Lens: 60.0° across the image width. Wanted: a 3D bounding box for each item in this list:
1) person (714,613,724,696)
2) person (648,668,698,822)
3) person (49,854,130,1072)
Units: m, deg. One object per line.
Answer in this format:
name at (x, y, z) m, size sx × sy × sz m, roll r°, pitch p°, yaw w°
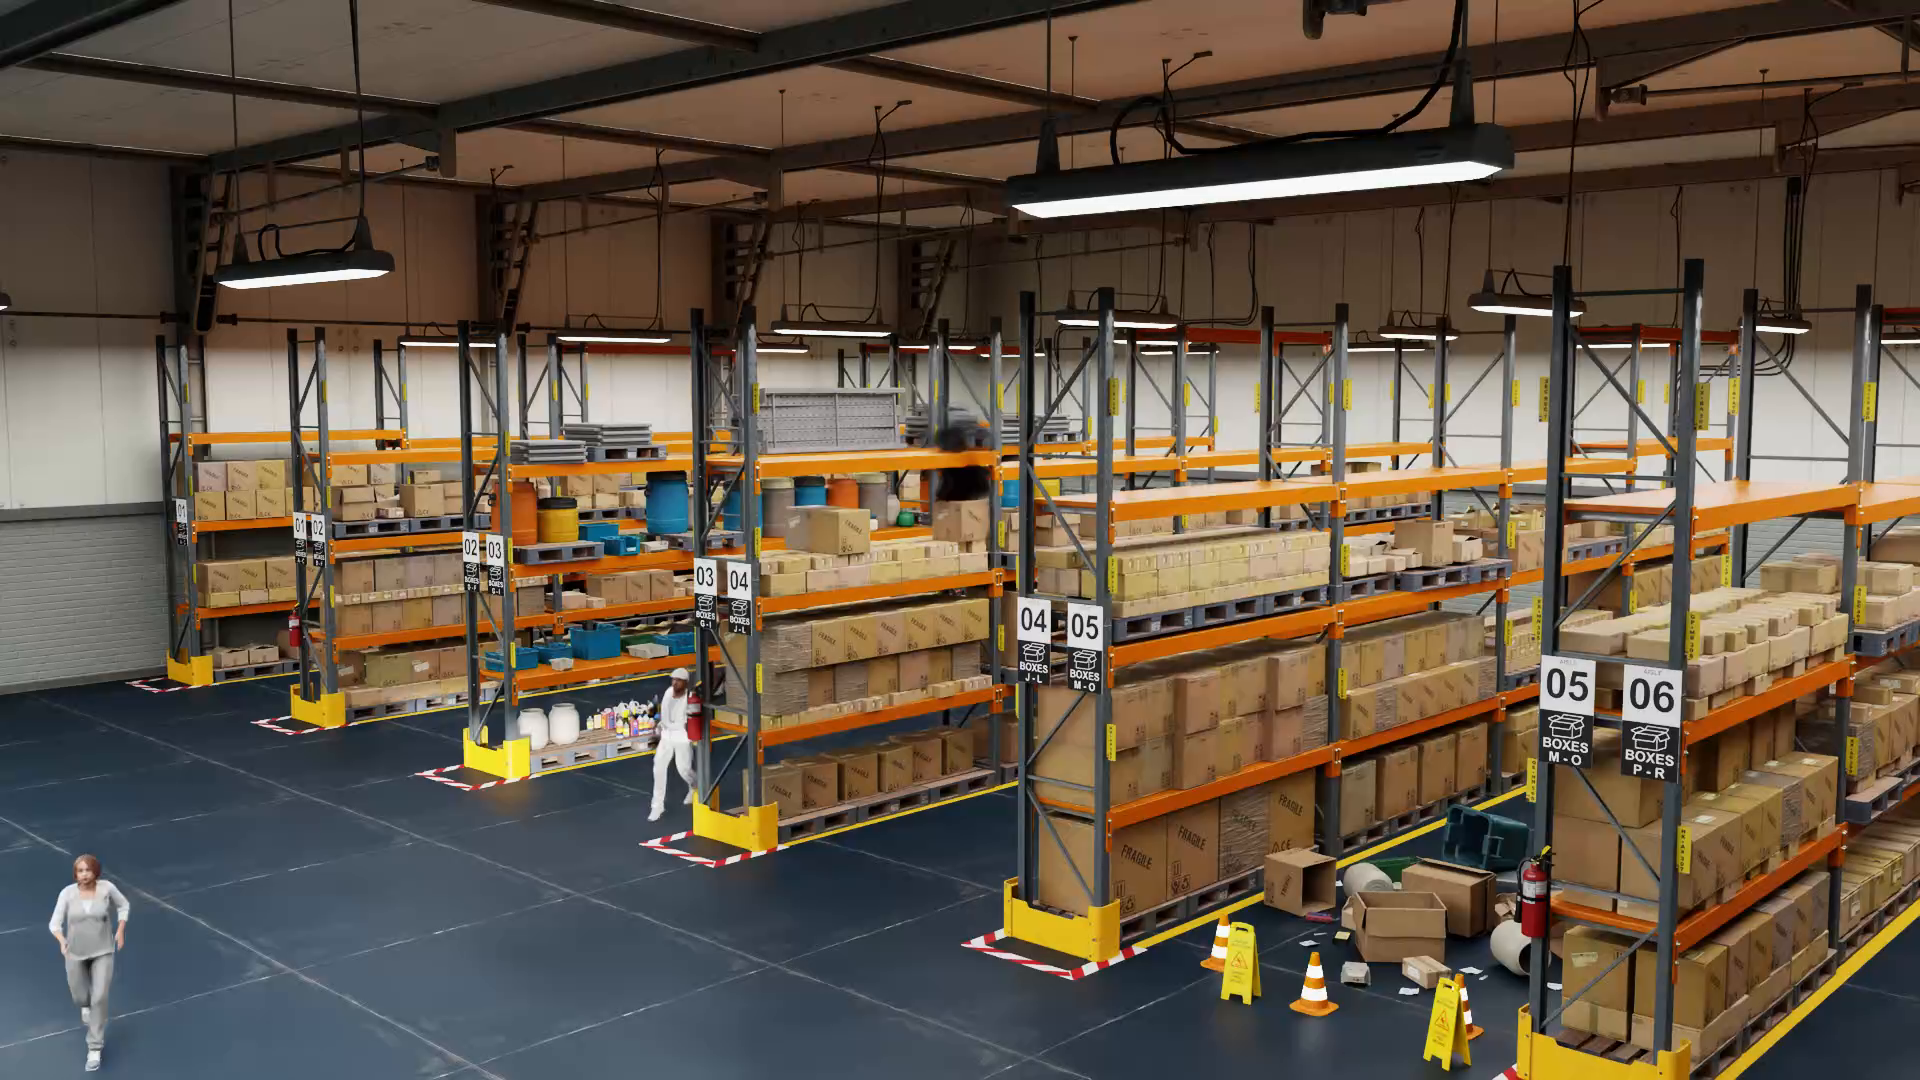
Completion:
person at (-4.124, 1.763, 27.425) m, size 0.559 × 1.629 × 0.583 m, roll 4°, pitch 6°, yaw 34°
person at (-3.350, 2.416, 19.948) m, size 0.697 × 1.807 × 0.927 m, roll 3°, pitch 6°, yaw 26°
person at (-6.689, 3.198, 12.811) m, size 0.553 × 1.584 × 0.767 m, roll -2°, pitch 6°, yaw -24°
